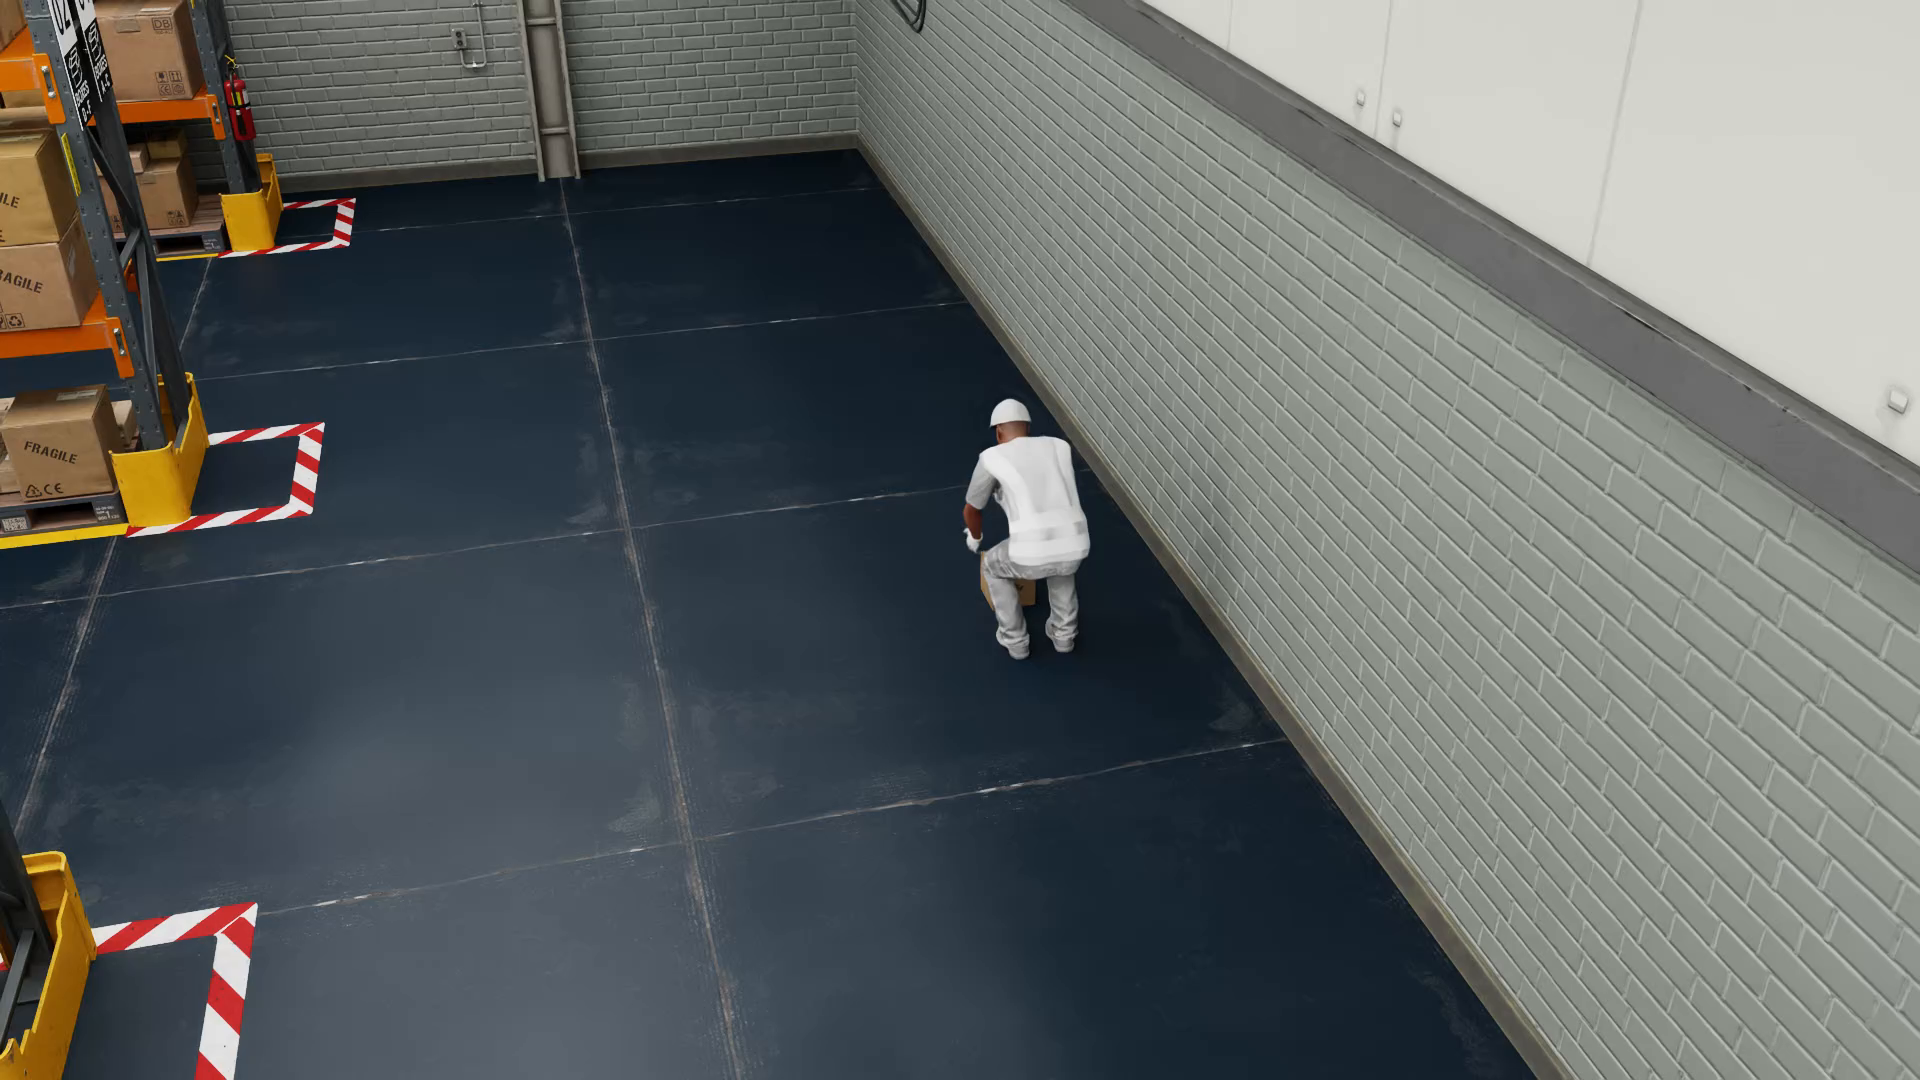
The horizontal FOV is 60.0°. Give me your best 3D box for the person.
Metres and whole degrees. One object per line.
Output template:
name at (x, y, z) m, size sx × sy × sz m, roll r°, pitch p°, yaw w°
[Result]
person at (0.350, -0.029, 8.770) m, size 0.609 × 1.288 × 0.827 m, roll -8°, pitch 31°, yaw -13°
